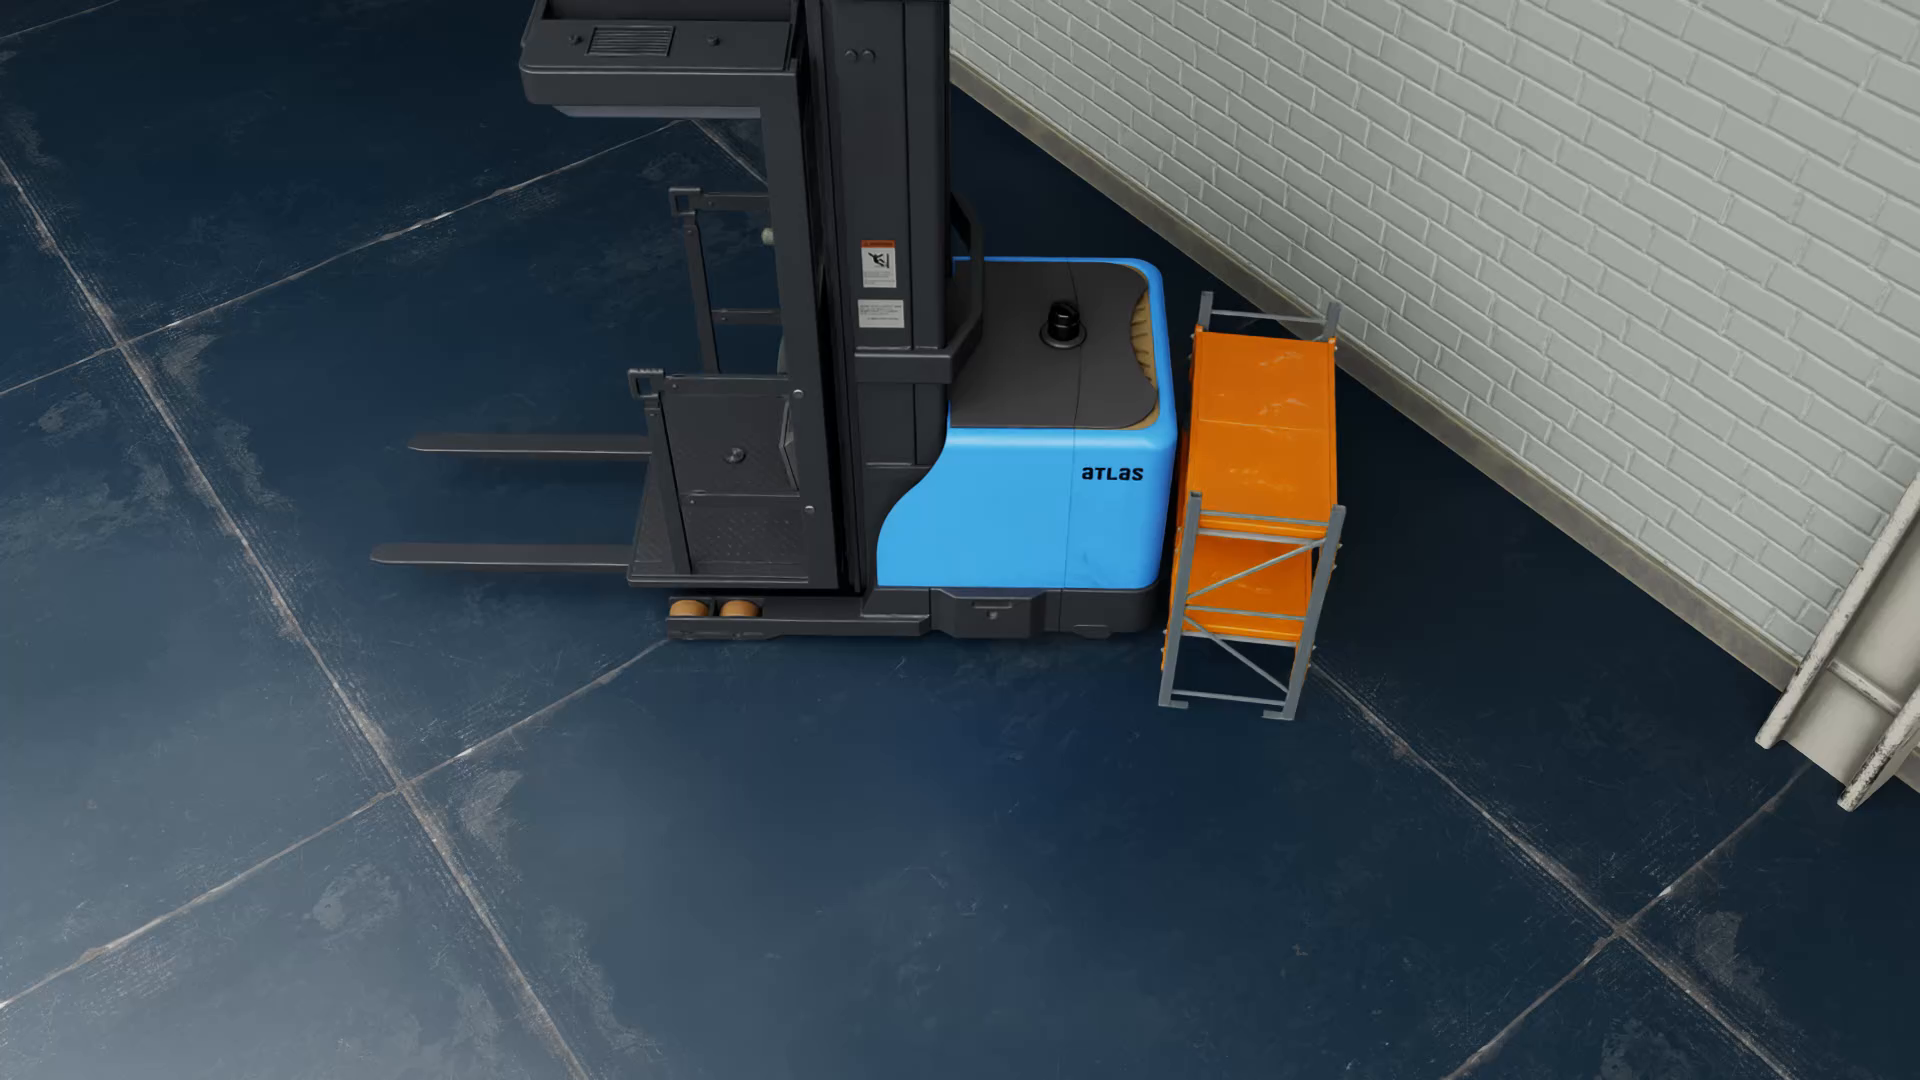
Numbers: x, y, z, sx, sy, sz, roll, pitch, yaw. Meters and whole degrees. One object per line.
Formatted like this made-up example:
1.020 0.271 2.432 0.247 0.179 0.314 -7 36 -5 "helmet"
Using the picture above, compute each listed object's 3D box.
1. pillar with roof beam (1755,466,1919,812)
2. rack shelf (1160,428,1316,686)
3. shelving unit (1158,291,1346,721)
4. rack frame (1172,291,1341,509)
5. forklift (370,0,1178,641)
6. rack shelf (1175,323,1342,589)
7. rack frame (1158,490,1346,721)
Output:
-0.279 -0.313 0.958 9.100 9.000 0.400 -29 54 -24 "pillar with roof beam"
1.056 0.045 6.278 0.538 0.278 1.000 6 48 5 "rack shelf"
1.056 -0.119 6.097 0.538 1.125 1.048 6 48 5 "shelving unit"
1.126 -0.492 6.436 0.500 1.125 0.032 6 48 5 "rack frame"
-0.749 -0.990 5.668 3.031 2.935 1.130 1 48 1 "forklift"
1.056 -0.316 5.880 0.538 0.278 1.000 6 48 5 "rack shelf"
0.987 0.254 5.759 0.500 1.125 0.032 6 48 5 "rack frame"
